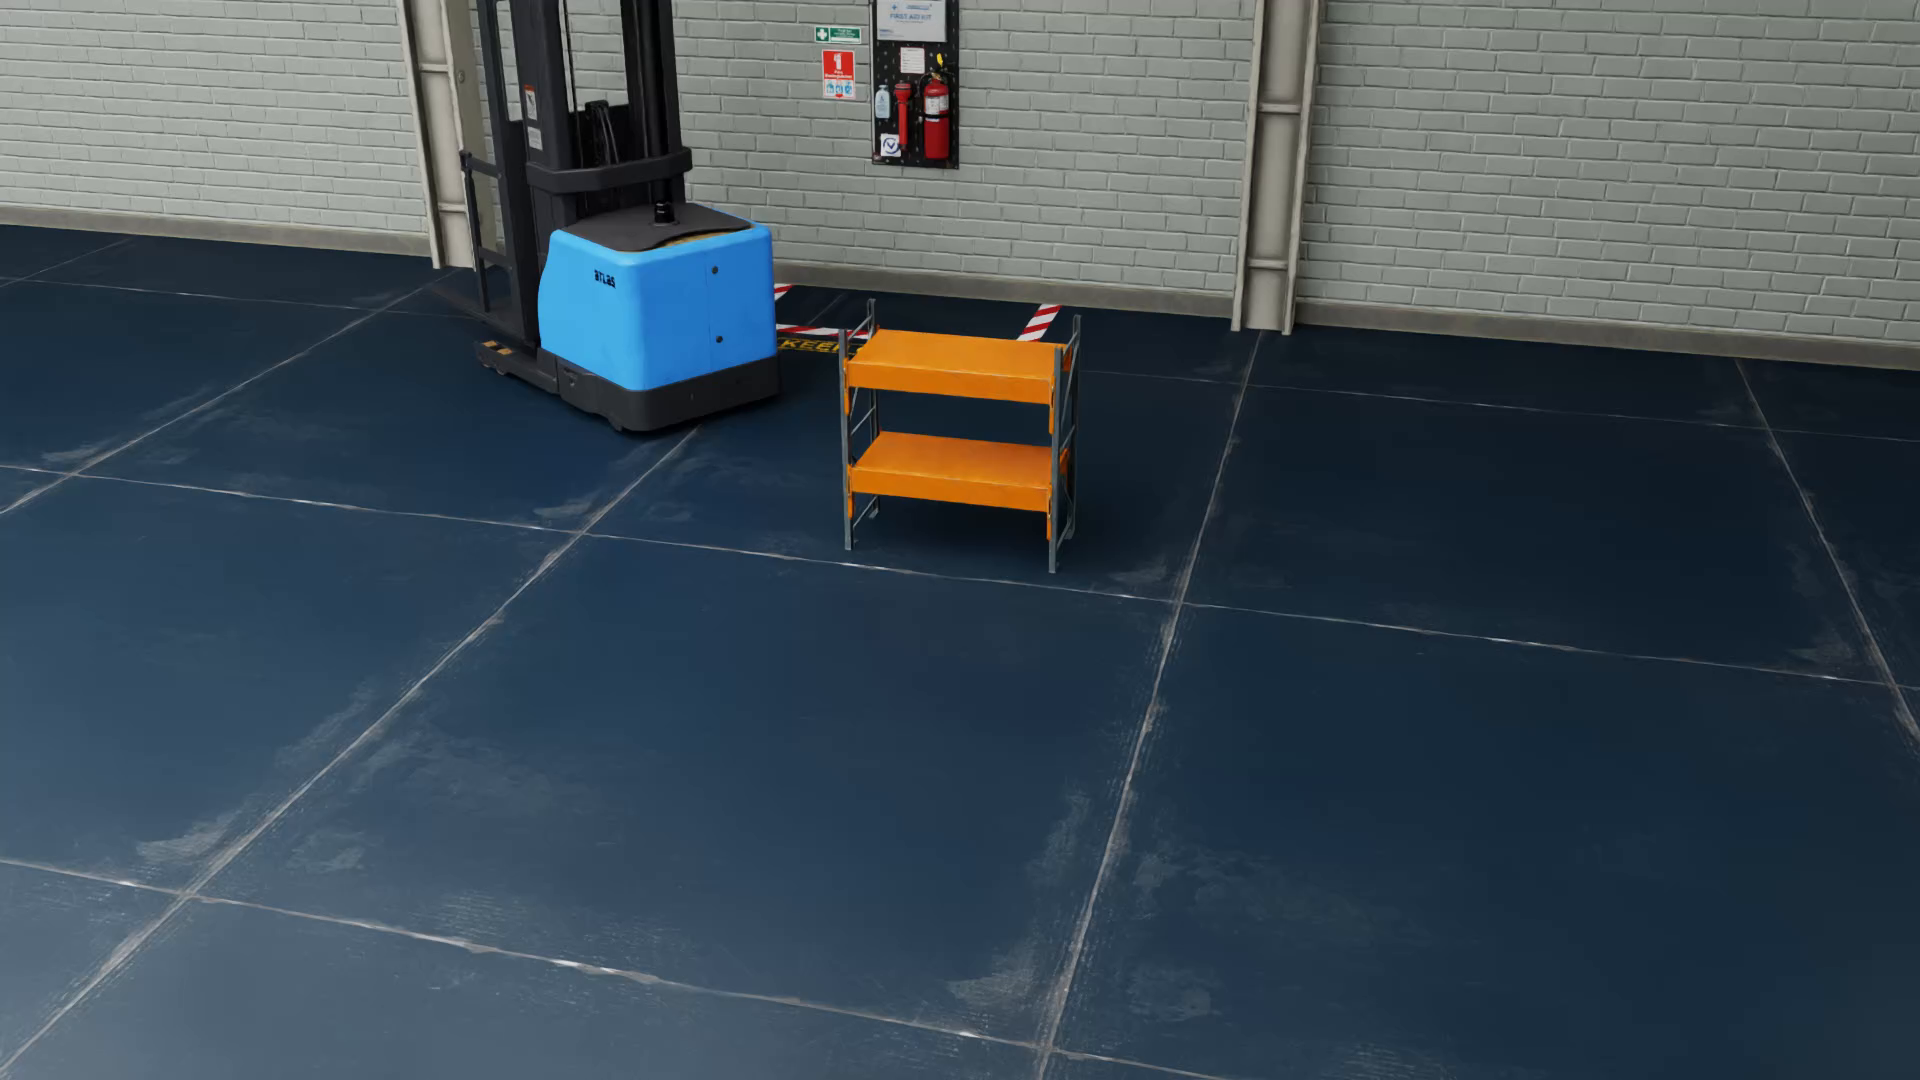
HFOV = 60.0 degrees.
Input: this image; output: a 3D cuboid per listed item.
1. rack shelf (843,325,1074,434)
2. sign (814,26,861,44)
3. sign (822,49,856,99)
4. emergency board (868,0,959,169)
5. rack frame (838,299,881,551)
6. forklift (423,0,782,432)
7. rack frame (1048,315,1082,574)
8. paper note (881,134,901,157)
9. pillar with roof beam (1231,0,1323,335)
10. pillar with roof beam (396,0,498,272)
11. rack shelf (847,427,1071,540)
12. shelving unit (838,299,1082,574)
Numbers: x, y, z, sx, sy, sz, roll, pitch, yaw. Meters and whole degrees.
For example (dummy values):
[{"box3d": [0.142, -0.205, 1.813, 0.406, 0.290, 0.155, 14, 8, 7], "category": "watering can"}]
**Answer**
[{"box3d": [0.007, -0.771, 7.881, 1.000, 0.278, 0.538, 6, 26, 13], "category": "rack shelf"}, {"box3d": [-0.833, -3.442, 11.332, 0.331, 0.109, 0.001, 6, 26, 13], "category": "sign"}, {"box3d": [-0.836, -3.207, 11.455, 0.234, 0.329, 0.001, 6, 26, 13], "category": "sign"}, {"box3d": [-0.326, -3.089, 11.248, 0.643, 1.169, 0.194, 6, 26, 13], "category": "emergency board"}, {"box3d": [-0.486, -0.562, 8.121, 0.032, 1.125, 0.500, 6, 26, 13], "category": "rack frame"}, {"box3d": [-2.425, -2.485, 10.060, 1.130, 2.935, 3.031, -21, 33, -37], "category": "forklift"}, {"box3d": [0.499, -0.453, 7.892, 0.032, 1.125, 0.500, 6, 26, 13], "category": "rack frame"}, {"box3d": [-0.480, -2.739, 11.538, 0.142, 0.148, 0.016, 6, 26, 13], "category": "paper note"}, {"box3d": [0.986, -3.725, 5.605, 0.400, 9.000, 9.100, 6, 26, 13], "category": "pillar with roof beam"}, {"box3d": [-4.825, -4.367, 6.954, 0.400, 9.000, 9.100, 6, 26, 13], "category": "pillar with roof beam"}, {"box3d": [0.007, -0.286, 8.112, 1.000, 0.278, 0.538, 6, 26, 13], "category": "rack shelf"}, {"box3d": [0.007, -0.507, 8.007, 1.048, 1.125, 0.538, 6, 26, 13], "category": "shelving unit"}]
